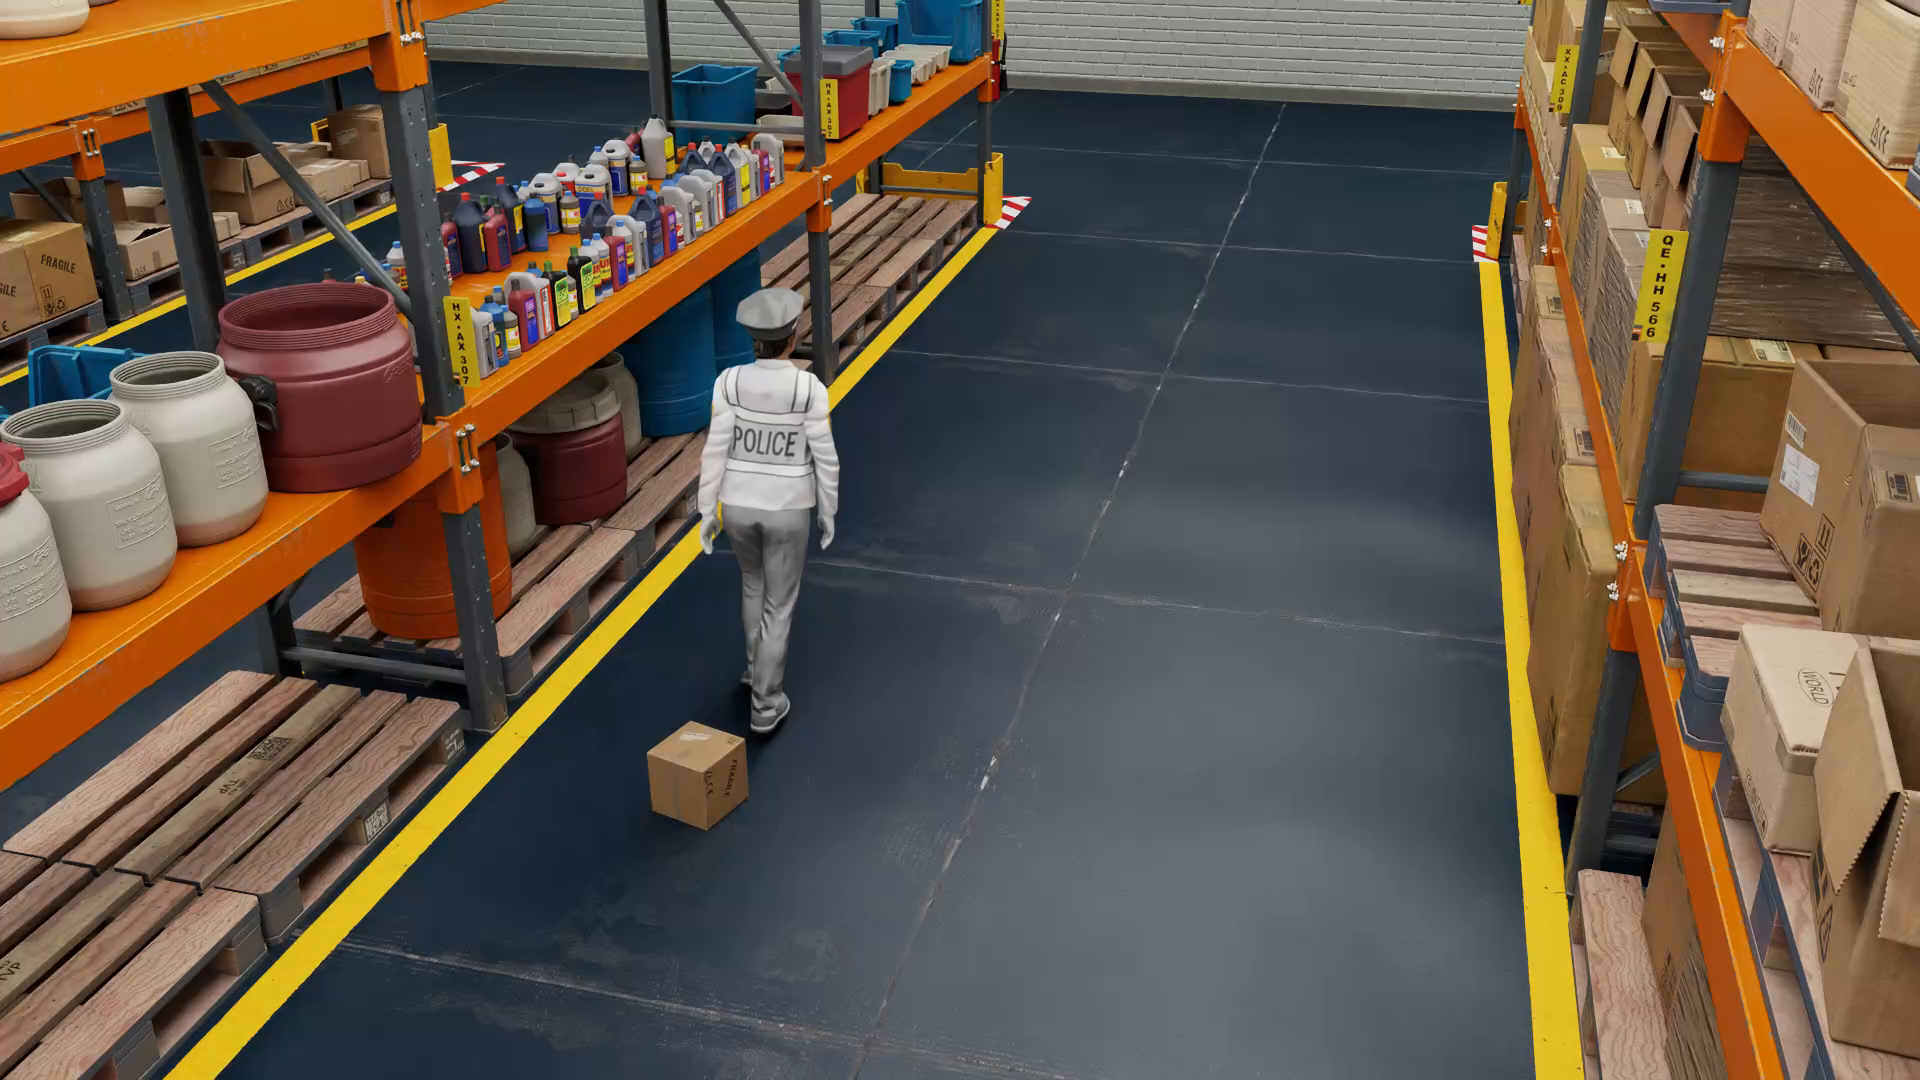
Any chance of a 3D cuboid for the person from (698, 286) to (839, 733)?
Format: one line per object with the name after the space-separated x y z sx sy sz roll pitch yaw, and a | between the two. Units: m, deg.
-0.713 -0.075 6.268 0.512 1.708 0.536 5 26 10 | person
